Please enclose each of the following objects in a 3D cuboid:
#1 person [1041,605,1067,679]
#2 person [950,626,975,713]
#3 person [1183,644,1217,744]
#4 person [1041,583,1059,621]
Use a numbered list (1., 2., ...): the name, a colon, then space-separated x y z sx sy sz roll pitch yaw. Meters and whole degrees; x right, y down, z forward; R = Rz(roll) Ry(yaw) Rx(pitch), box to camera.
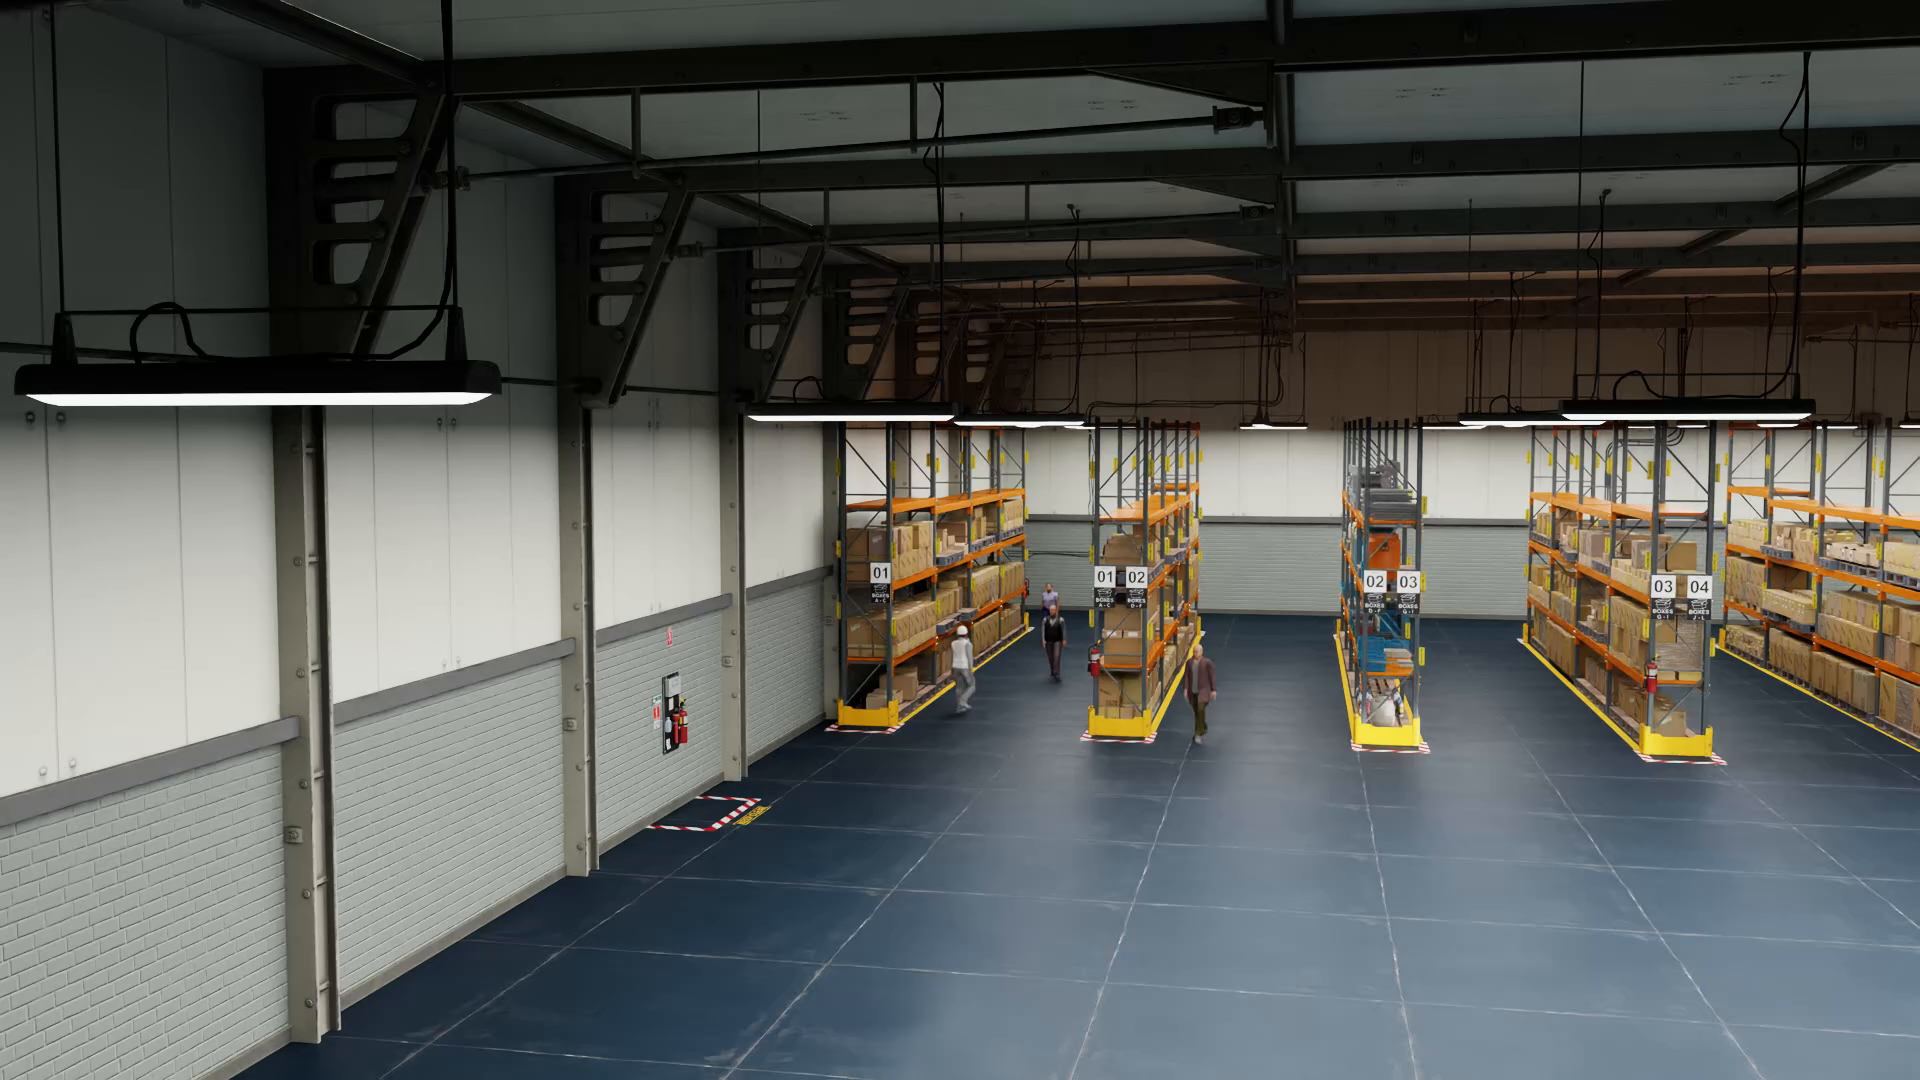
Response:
1. person: 2.151 2.358 38.521 0.569 1.671 0.960 1 4 18
2. person: 0.023 2.632 33.944 0.575 1.765 0.486 3 5 35
3. person: 4.412 2.826 30.920 0.619 1.763 0.893 3 5 38
4. person: 2.478 1.963 45.486 0.486 1.589 0.857 1 4 8
